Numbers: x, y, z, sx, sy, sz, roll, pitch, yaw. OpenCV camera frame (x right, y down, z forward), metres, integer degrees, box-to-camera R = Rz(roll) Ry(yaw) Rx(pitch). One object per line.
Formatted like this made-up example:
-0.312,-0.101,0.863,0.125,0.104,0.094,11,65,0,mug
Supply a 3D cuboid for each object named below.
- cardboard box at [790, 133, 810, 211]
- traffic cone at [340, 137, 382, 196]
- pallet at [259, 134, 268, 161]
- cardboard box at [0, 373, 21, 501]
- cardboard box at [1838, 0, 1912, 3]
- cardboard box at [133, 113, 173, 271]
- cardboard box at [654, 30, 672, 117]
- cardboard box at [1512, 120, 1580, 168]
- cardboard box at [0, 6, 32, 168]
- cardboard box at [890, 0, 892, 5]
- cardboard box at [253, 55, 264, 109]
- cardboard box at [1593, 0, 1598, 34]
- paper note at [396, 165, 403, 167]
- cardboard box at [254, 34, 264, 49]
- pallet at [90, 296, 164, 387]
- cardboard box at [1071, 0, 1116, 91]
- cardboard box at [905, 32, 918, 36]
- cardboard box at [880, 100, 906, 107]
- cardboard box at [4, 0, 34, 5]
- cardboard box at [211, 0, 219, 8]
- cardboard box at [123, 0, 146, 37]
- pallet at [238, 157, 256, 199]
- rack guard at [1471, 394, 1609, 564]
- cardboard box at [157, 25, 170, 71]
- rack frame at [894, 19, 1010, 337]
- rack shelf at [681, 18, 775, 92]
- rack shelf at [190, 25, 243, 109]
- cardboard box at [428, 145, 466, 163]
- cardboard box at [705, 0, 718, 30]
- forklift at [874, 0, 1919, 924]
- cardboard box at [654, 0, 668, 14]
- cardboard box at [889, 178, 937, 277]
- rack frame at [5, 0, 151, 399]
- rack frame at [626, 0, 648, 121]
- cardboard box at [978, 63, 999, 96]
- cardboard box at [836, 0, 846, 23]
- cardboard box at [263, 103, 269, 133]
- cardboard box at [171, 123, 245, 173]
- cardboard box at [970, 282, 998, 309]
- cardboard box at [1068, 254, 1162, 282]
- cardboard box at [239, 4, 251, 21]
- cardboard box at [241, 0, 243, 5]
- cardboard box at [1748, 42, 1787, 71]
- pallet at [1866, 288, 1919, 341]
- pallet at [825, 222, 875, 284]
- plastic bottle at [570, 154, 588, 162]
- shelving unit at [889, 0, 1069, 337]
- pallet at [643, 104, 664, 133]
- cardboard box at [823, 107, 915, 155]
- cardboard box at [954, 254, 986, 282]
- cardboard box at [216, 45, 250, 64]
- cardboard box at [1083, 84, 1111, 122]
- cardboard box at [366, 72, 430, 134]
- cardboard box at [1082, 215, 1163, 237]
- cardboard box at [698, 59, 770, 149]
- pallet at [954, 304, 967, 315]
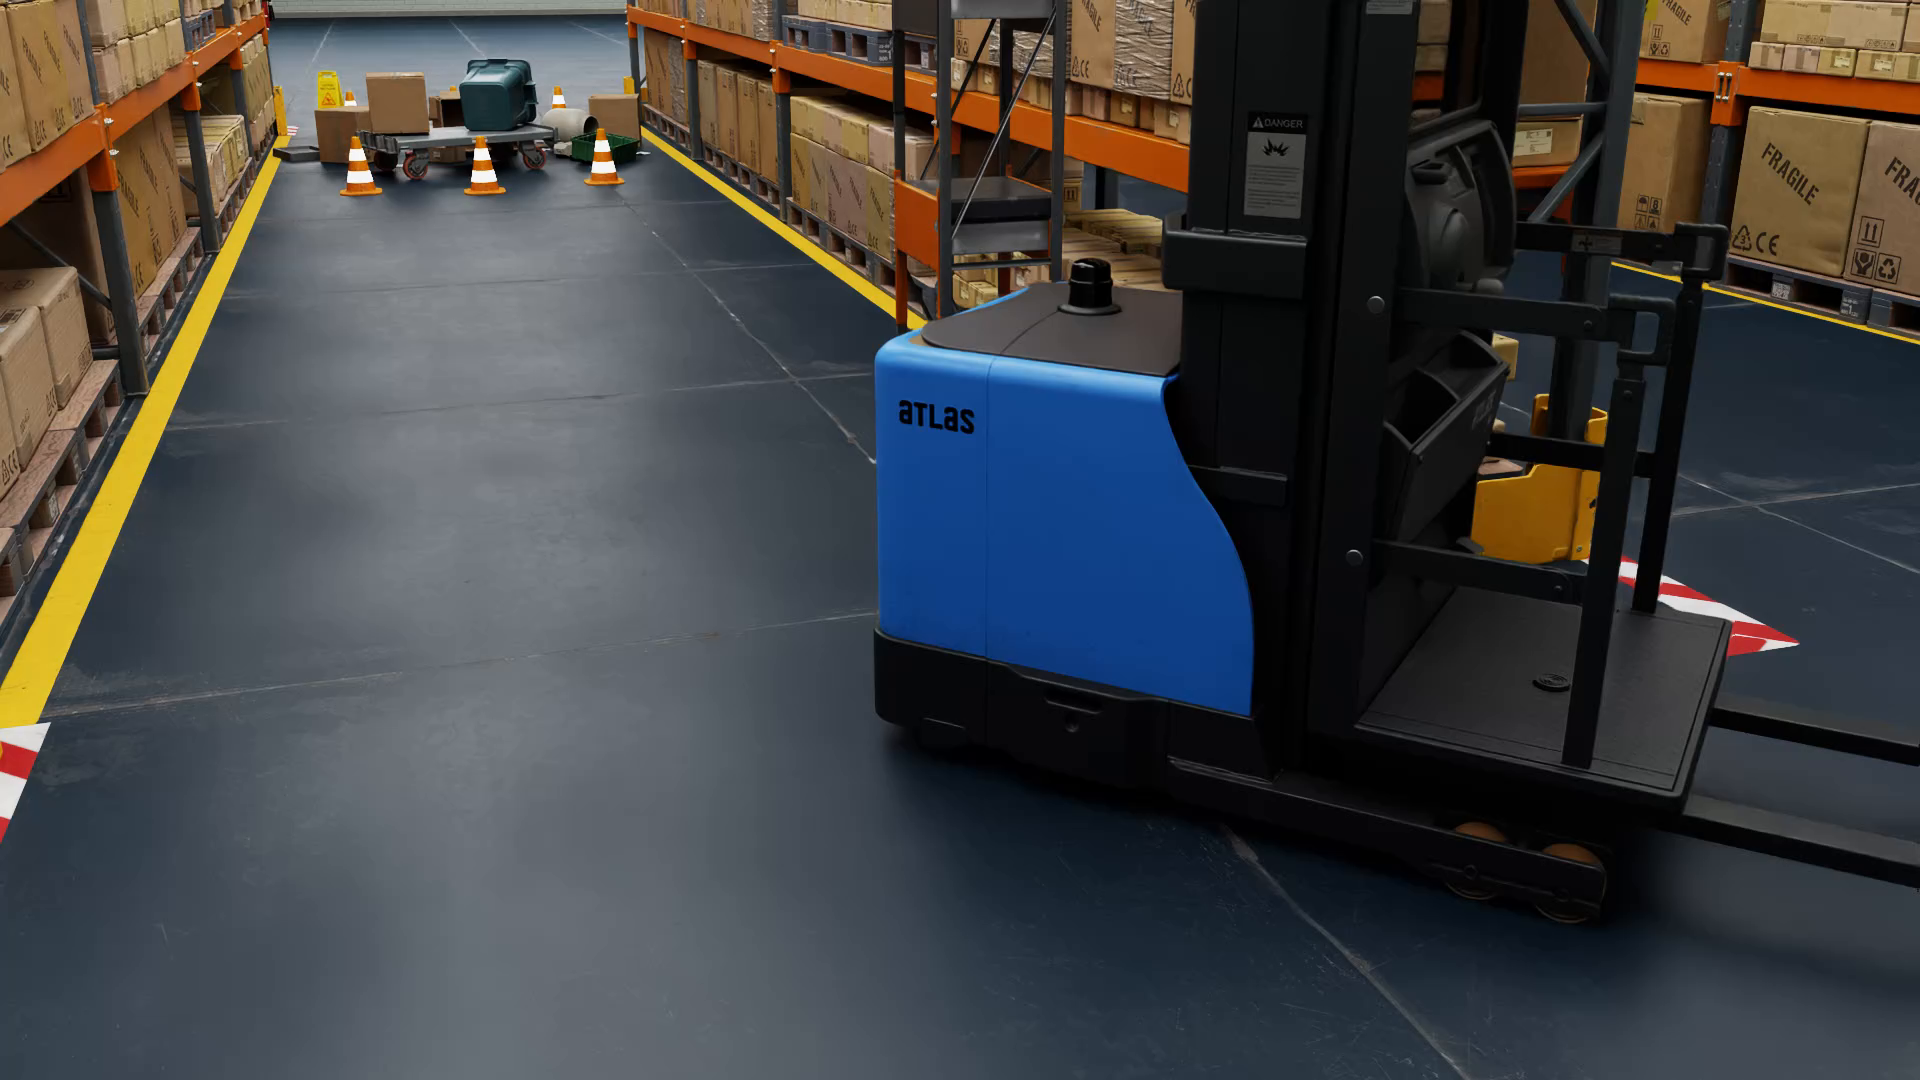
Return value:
-0.904,-2.655,11.948,0.500,0.500,0.500,-7,21,-20,cardboard box
-5.090,-3.170,14.059,0.336,0.463,0.334,-6,21,-17,traffic cone
-7.441,-3.905,16.476,1.003,0.211,1.213,-6,21,-17,pallet
-3.635,-0.248,5.340,0.875,0.438,0.875,-6,21,-16,cardboard box
5.169,-3.182,9.010,0.500,0.500,0.500,-6,21,-17,cardboard box
-5.137,-2.010,9.598,0.875,0.875,0.875,-6,21,-17,cardboard box
-2.844,-5.160,18.368,0.875,0.875,0.875,-7,21,-18,cardboard box
1.840,-1.342,5.586,0.380,0.149,0.250,-7,21,-18,cardboard box
-3.417,-1.478,5.445,0.500,0.500,0.500,-6,21,-15,cardboard box
-0.189,-3.182,9.649,0.380,0.149,0.250,-7,21,-19,cardboard box
-7.079,-4.425,16.136,0.500,0.500,0.500,-5,20,-14,cardboard box
4.387,-3.594,11.336,0.500,0.500,0.500,-7,21,-18,cardboard box
-5.356,-3.568,15.804,0.148,0.019,0.142,-6,21,-17,paper note
-7.388,-5.119,17.108,0.380,0.149,0.250,-6,21,-16,cardboard box
-4.609,-0.973,8.314,1.003,0.211,1.213,-6,21,-17,pallet
0.772,-2.113,6.775,0.500,0.500,0.500,-5,20,-14,cardboard box
-0.099,-2.954,9.453,0.380,0.149,0.250,-6,21,-17,cardboard box
-0.251,-2.910,11.548,0.500,0.250,0.500,-6,21,-16,cardboard box
-3.563,-2.116,5.742,0.500,0.500,0.500,-6,21,-16,cardboard box
-6.120,-4.310,13.230,0.380,0.149,0.250,-6,21,-17,cardboard box
-4.489,-2.711,8.510,0.500,0.250,0.500,-6,21,-17,cardboard box
-6.563,-3.051,14.100,1.003,0.211,1.213,-6,21,-17,pallet
1.606,-0.169,5.647,1.175,0.500,0.348,-6,21,-17,rack guard
-4.828,-2.799,9.494,0.500,0.250,0.500,-7,21,-18,cardboard box
-0.025,-1.013,5.632,0.400,2.100,0.015,-6,21,-17,rack frame
-1.513,-4.191,14.213,1.077,0.370,4.000,-6,21,-17,rack shelf
-6.180,-3.633,12.658,1.077,0.370,4.000,-6,21,-17,rack shelf
-5.027,-3.816,16.148,0.396,0.266,0.258,12,23,30,cardboard box
-1.918,-4.699,14.413,0.500,0.500,0.500,-6,21,-17,cardboard box
1.315,-0.754,3.680,3.031,2.935,1.130,11,22,27,forklift
-2.783,-5.879,17.625,0.875,0.550,0.500,-6,21,-17,cardboard box
-0.099,-1.837,9.669,0.500,0.500,0.500,-7,21,-18,cardboard box
-4.294,-2.046,7.176,1.000,3.000,0.127,-6,21,-17,rack frame
-3.399,-6.455,19.452,1.000,3.000,0.127,-6,21,-17,rack frame
0.303,-2.286,8.214,0.380,0.149,0.250,-6,21,-16,cardboard box
-0.594,-3.458,10.858,0.380,0.149,0.250,-6,21,-15,cardboard box
-7.232,-4.235,16.717,0.500,0.250,0.500,-7,21,-19,cardboard box
-6.413,-3.176,13.588,0.950,0.372,0.625,-5,20,-14,cardboard box
0.266,-1.224,8.483,0.380,0.149,0.250,-6,21,-16,cardboard box
0.711,-1.187,7.500,0.380,0.149,0.250,-7,21,-19,cardboard box
-6.997,-5.042,15.888,0.380,0.149,0.250,-6,21,-17,cardboard box
-6.863,-5.130,15.173,0.500,0.500,0.500,-6,21,-17,cardboard box
4.890,-2.851,9.787,0.380,0.149,0.250,-6,21,-17,cardboard box
5.665,-1.142,8.784,1.003,0.211,1.213,-6,21,-17,pallet
-0.260,-1.934,10.989,1.003,0.211,1.213,-6,21,-17,pallet
-3.661,-3.717,16.175,0.283,0.061,0.133,17,26,39,plastic bottle
0.052,-0.935,5.414,0.431,2.100,0.503,-6,21,-17,shelving unit
-3.073,-4.895,19.232,1.003,0.211,1.213,-6,21,-17,pallet
-0.595,-2.692,10.942,0.500,0.250,0.500,-6,21,-17,cardboard box
0.183,-1.450,8.673,0.380,0.149,0.250,-5,20,-15,cardboard box
-6.720,-4.440,15.217,0.380,0.149,0.250,-6,21,-16,cardboard box
0.740,-1.862,7.035,0.380,0.149,0.250,-6,21,-15,cardboard box
-5.129,-3.992,15.171,0.500,0.500,0.500,-6,21,-17,cardboard box
0.850,-1.576,8.583,0.380,0.149,0.250,-6,21,-17,cardboard box
-1.861,-4.121,15.659,1.050,0.750,0.750,-6,21,-17,cardboard box
0.618,-1.080,8.612,1.003,0.211,1.213,-6,21,-17,pallet
